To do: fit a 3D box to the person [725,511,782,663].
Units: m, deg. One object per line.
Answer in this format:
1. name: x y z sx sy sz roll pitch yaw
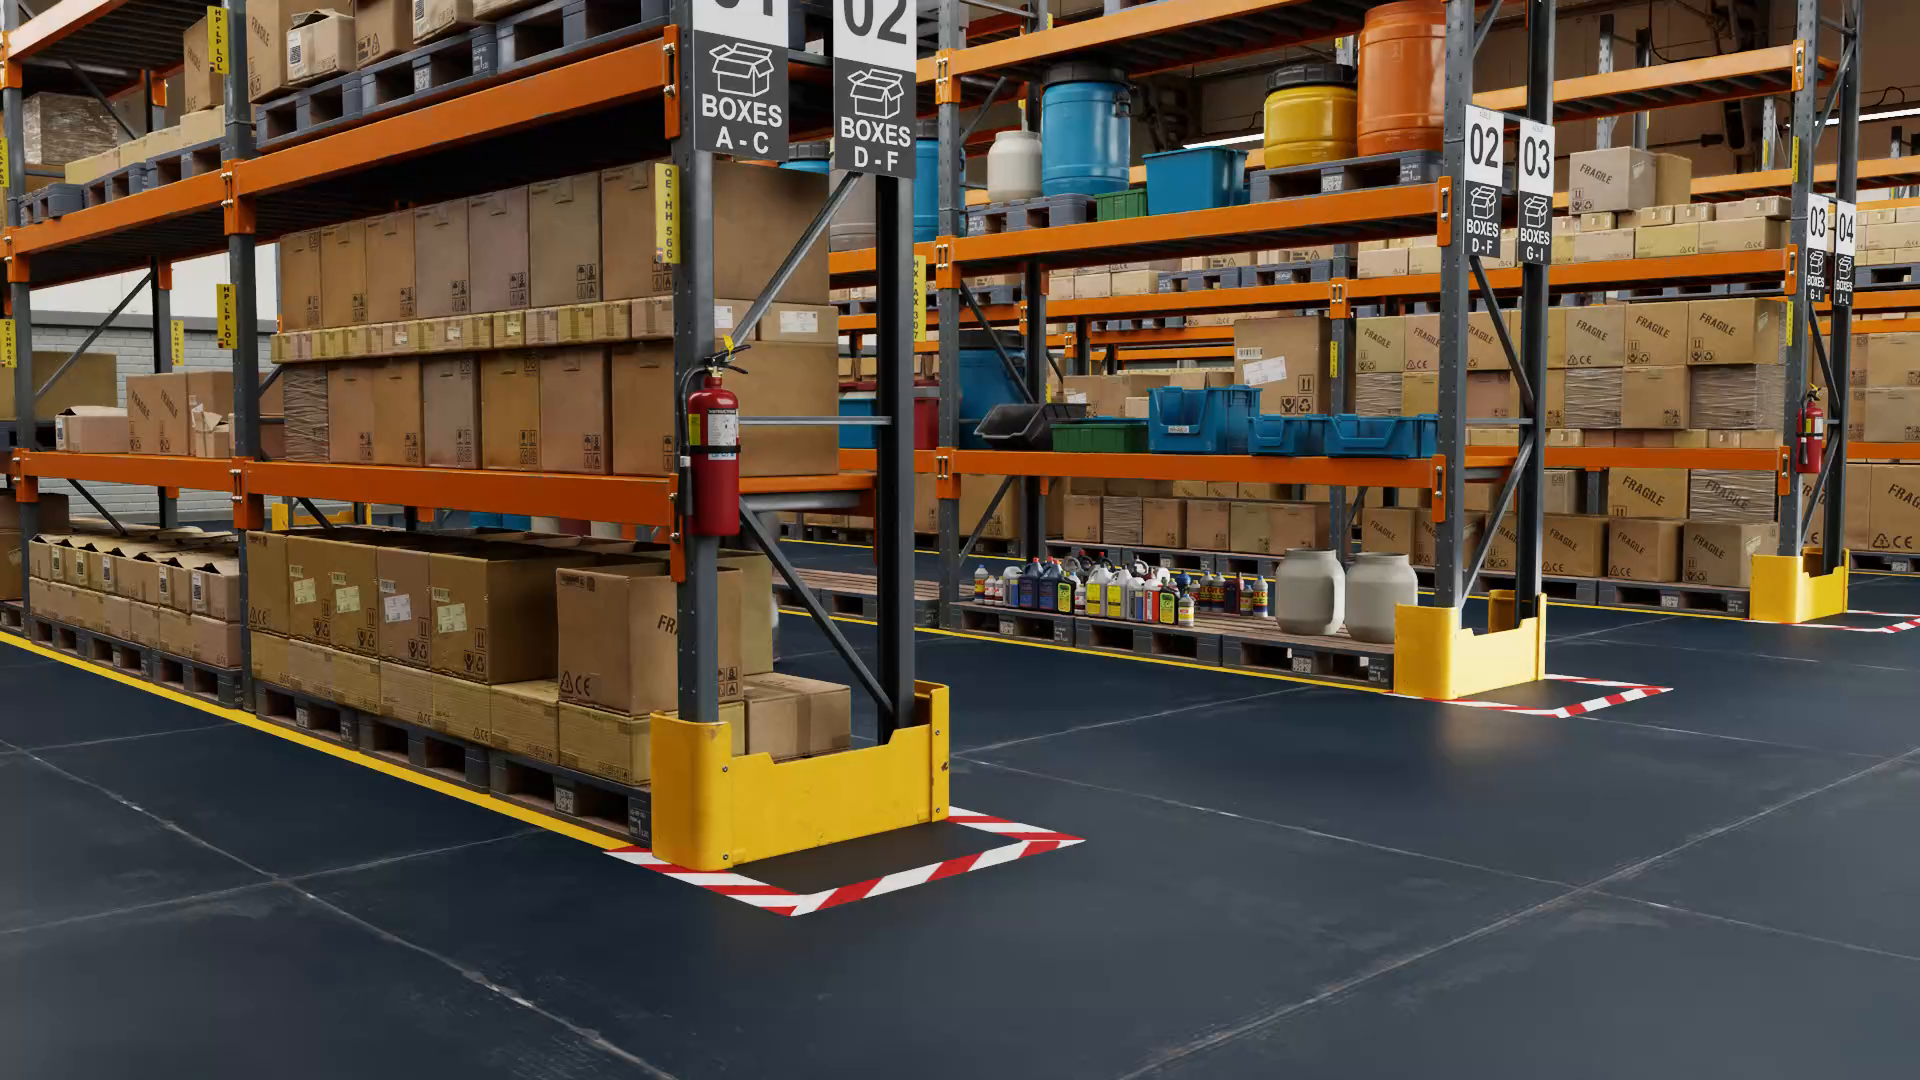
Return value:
1. person: -1.354 -0.047 10.318 0.523 1.647 0.450 -4 5 -43
